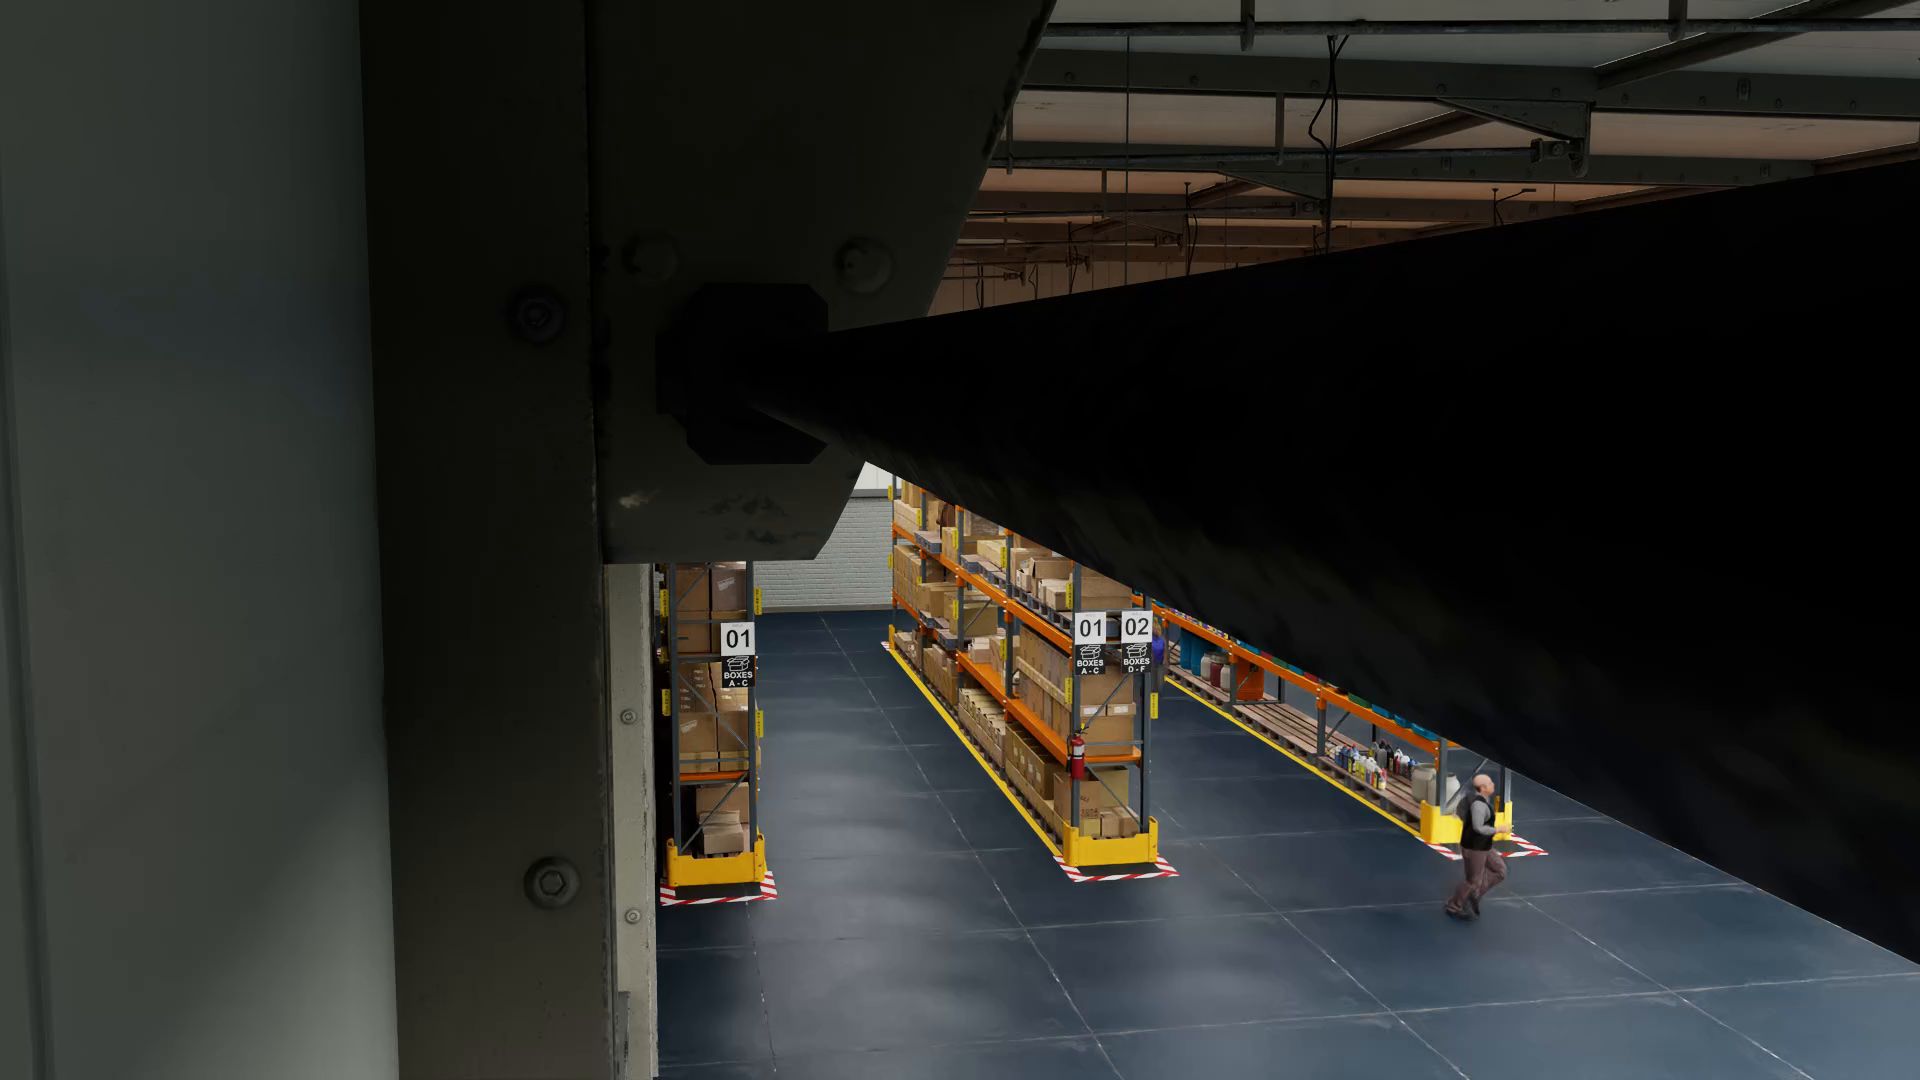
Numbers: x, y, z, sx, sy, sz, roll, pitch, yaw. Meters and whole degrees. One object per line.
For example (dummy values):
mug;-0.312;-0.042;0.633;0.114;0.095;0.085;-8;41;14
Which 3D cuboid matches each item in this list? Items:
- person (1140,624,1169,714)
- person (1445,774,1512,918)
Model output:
person;3.485;2.306;29.898;0.572;1.601;0.617;-2;7;-19
person;5.842;3.456;18.729;0.693;1.676;0.652;2;7;19
